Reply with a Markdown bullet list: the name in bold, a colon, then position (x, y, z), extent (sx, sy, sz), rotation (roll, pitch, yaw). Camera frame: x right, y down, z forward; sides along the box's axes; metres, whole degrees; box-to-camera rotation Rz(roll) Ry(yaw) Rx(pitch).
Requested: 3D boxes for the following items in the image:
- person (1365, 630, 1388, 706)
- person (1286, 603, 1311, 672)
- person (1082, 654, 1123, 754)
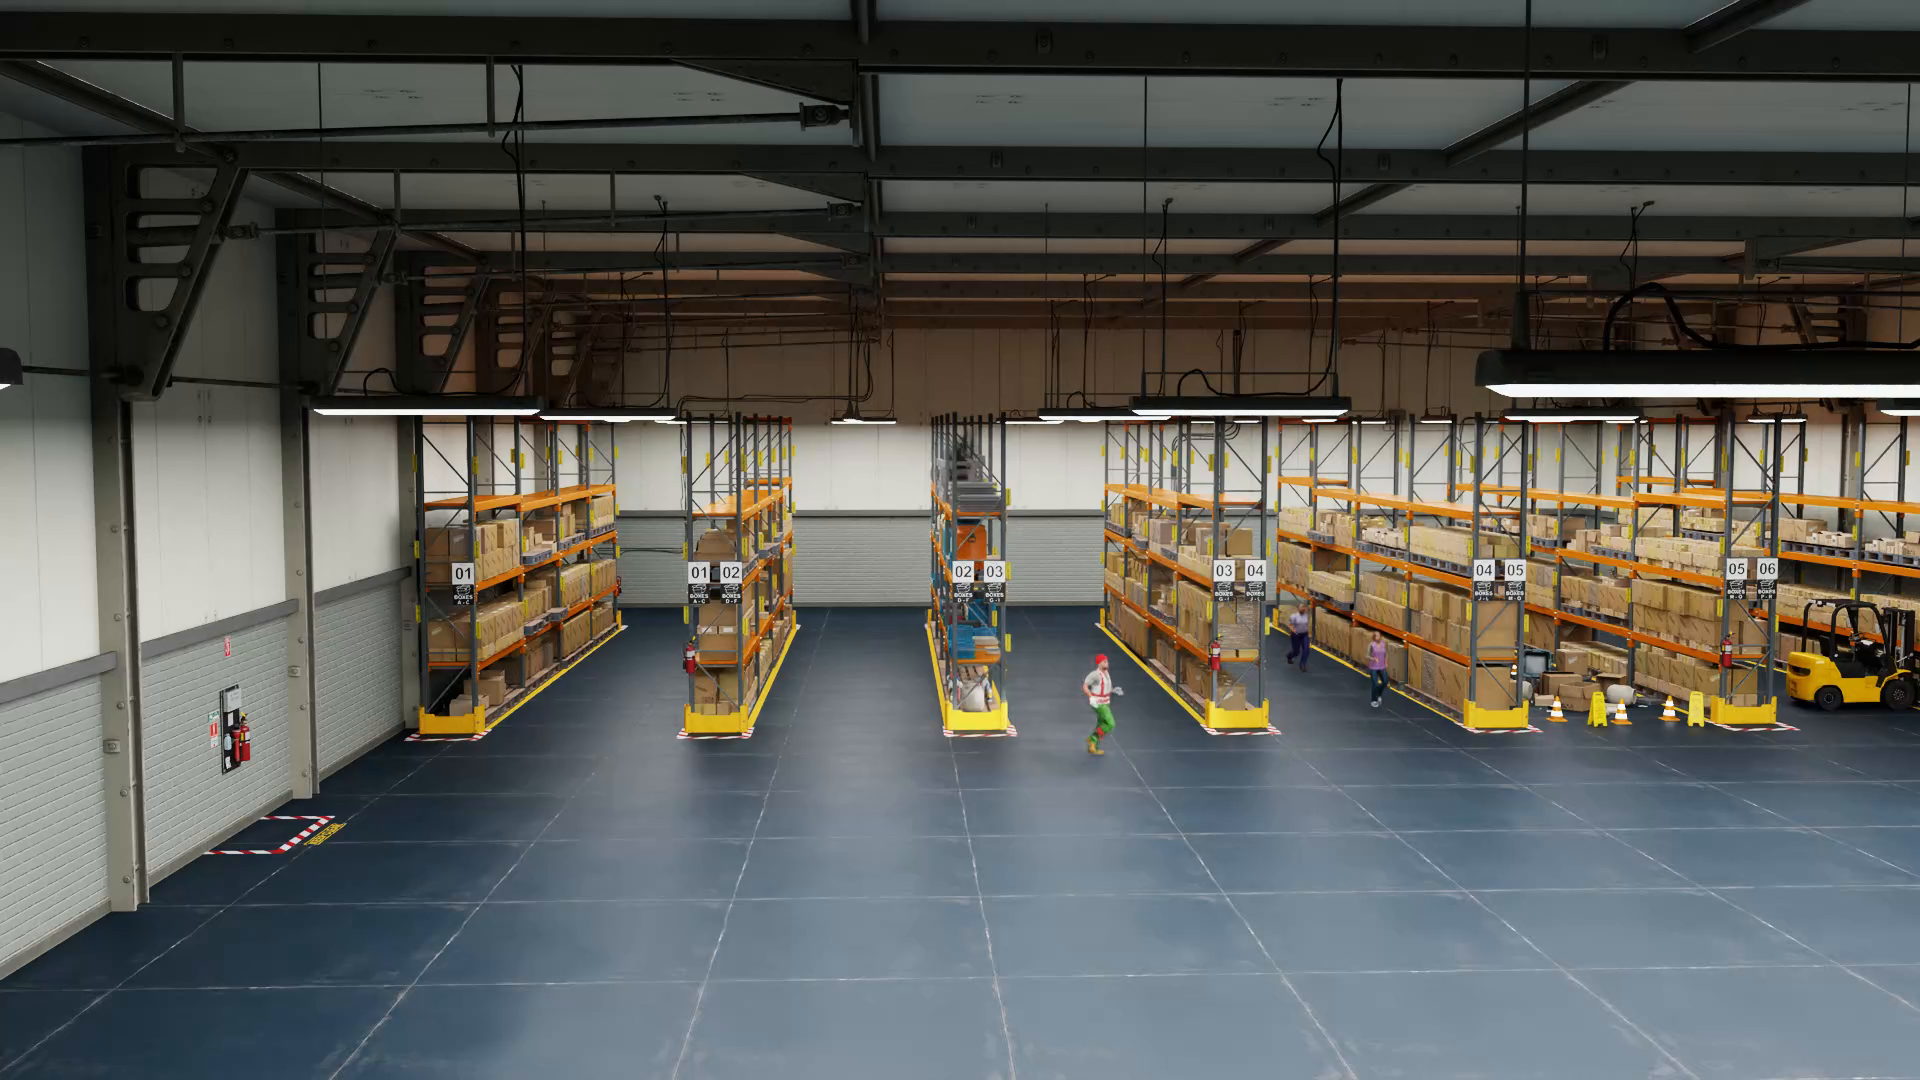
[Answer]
- **person**: position (8.521, 2.627, 33.840), extent (0.522, 1.559, 0.555), rotation (0, 4, -7)
- **person**: position (7.962, 2.267, 39.076), extent (0.597, 1.615, 0.754), rotation (-1, 4, -13)
- **person**: position (2.521, 2.864, 29.014), extent (0.601, 1.748, 0.632), rotation (2, 4, 26)
